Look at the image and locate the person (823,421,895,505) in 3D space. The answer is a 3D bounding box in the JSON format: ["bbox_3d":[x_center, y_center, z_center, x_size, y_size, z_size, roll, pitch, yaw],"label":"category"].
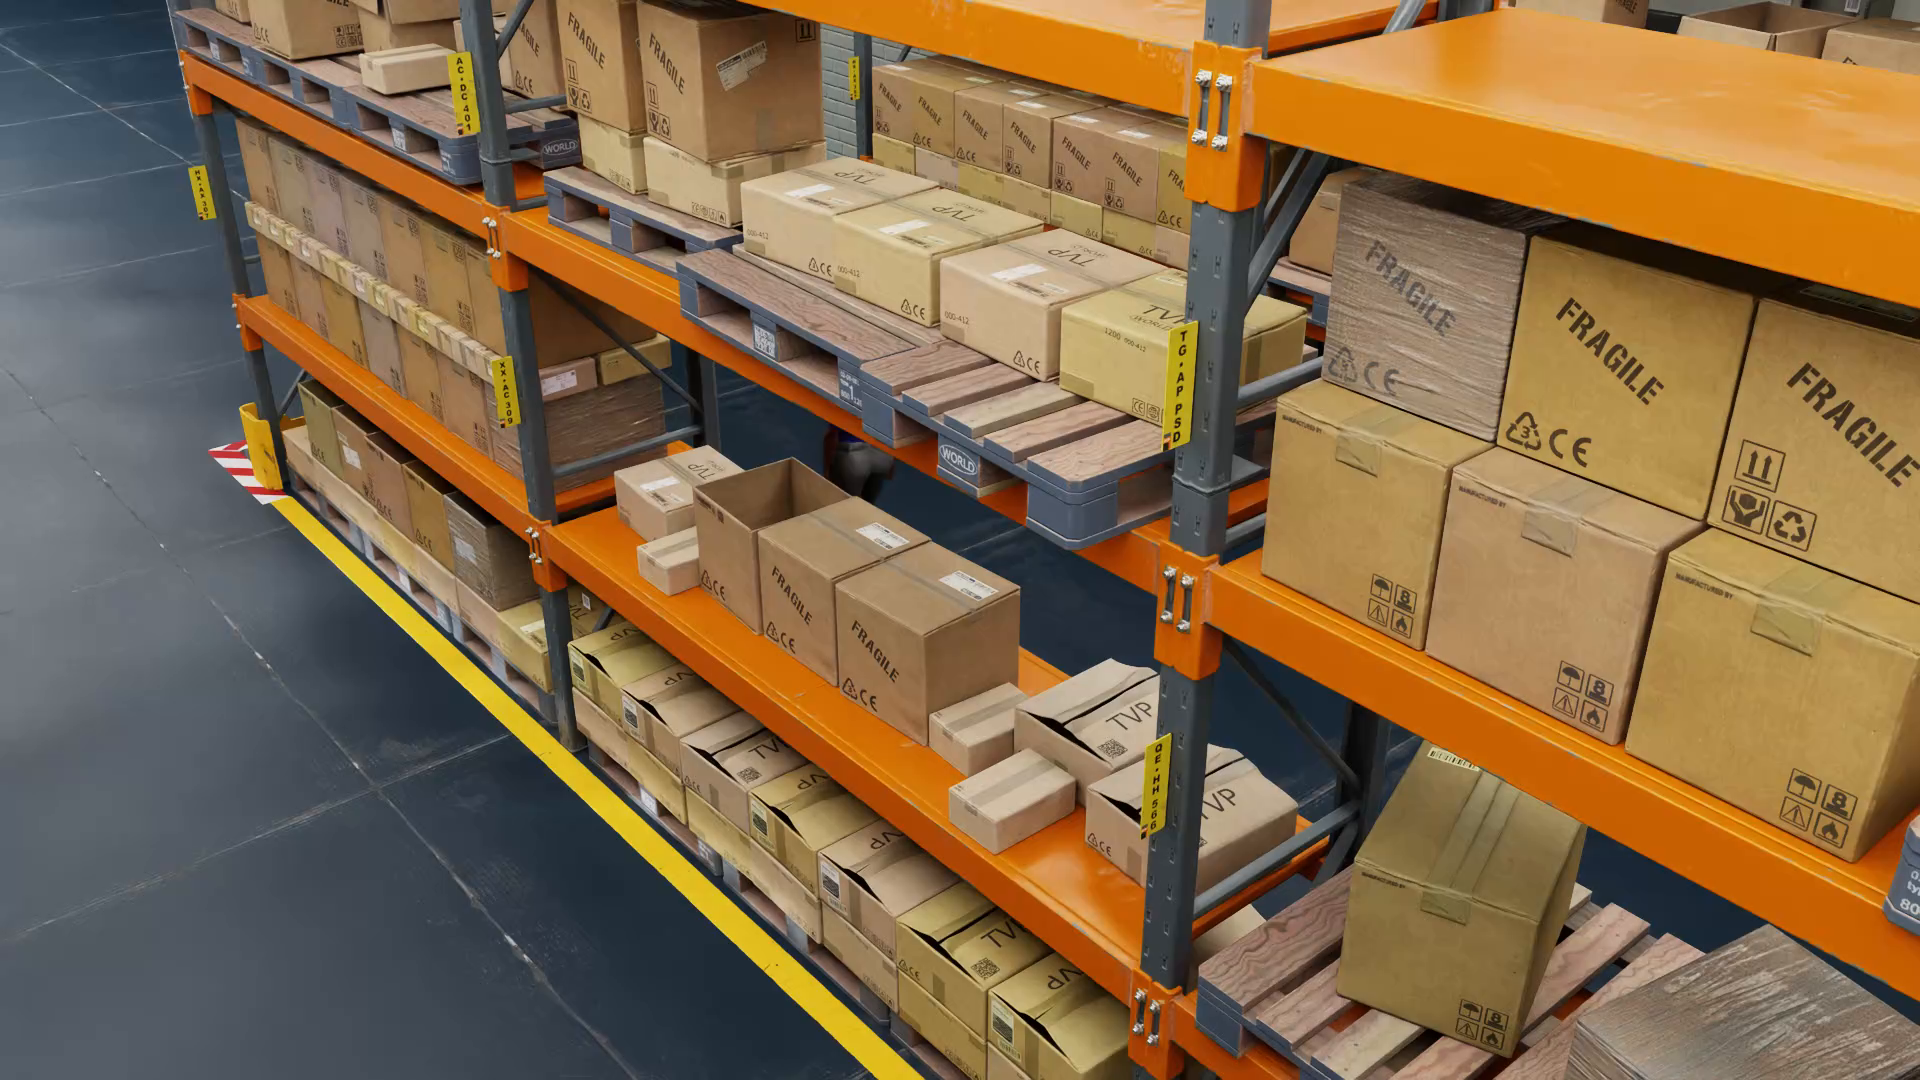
[{"bbox_3d":[-0.578,-0.454,9.446,0.463,1.624,0.781,-19,33,-31],"label":"person"}]
